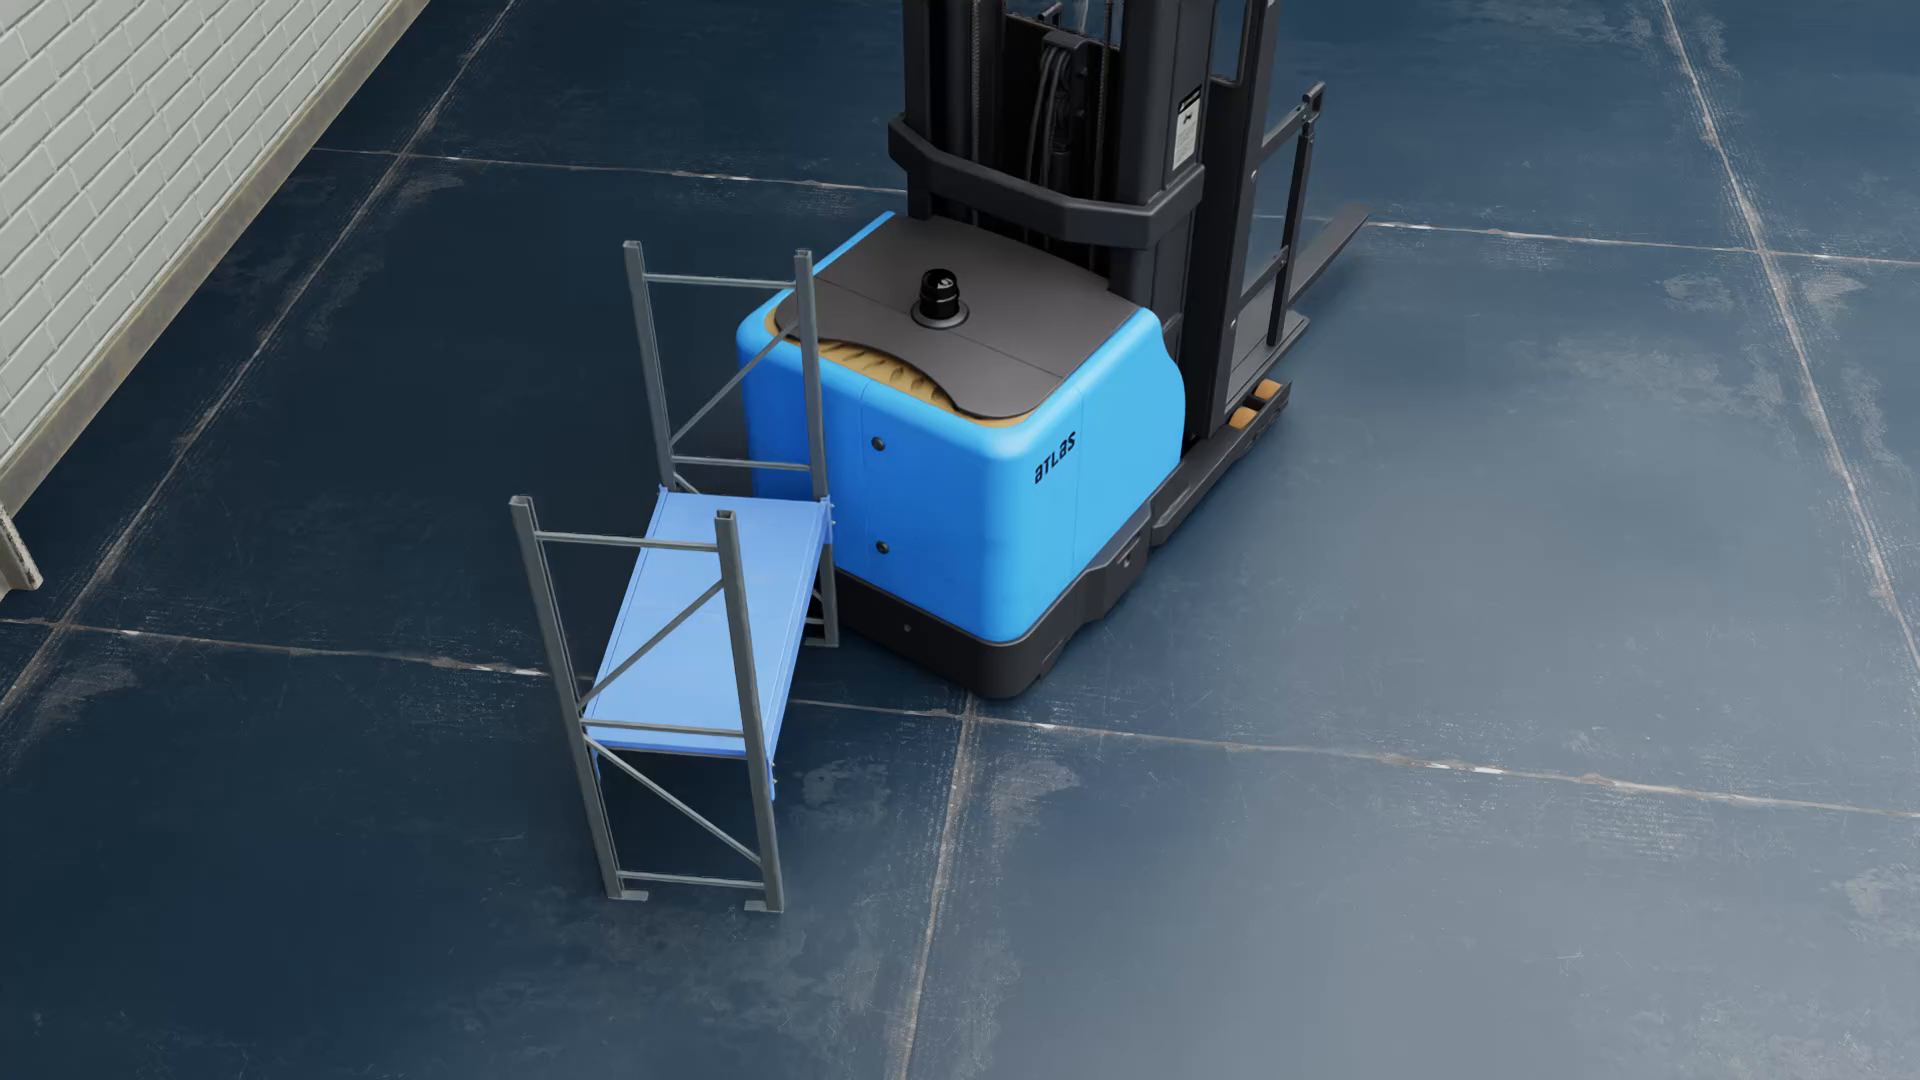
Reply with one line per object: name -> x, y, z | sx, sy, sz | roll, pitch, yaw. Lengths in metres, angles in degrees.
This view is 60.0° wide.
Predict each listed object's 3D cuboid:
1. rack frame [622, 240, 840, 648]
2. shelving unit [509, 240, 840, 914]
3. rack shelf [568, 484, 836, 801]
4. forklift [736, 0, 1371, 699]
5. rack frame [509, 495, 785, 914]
rack frame -> -0.640, -0.222, 4.894 | 0.500, 1.500, 0.032 | 4, 44, 4
shelving unit -> -0.691, 0.126, 4.527 | 0.538, 1.500, 1.048 | 4, 44, 4
rack shelf -> -0.691, 0.256, 4.650 | 0.538, 0.185, 1.000 | 4, 44, 4
forklift -> 0.572, -1.556, 5.262 | 1.130, 2.935, 3.031 | 25, 49, 24
rack frame -> -0.741, 0.473, 4.159 | 0.500, 1.500, 0.032 | 4, 44, 4
